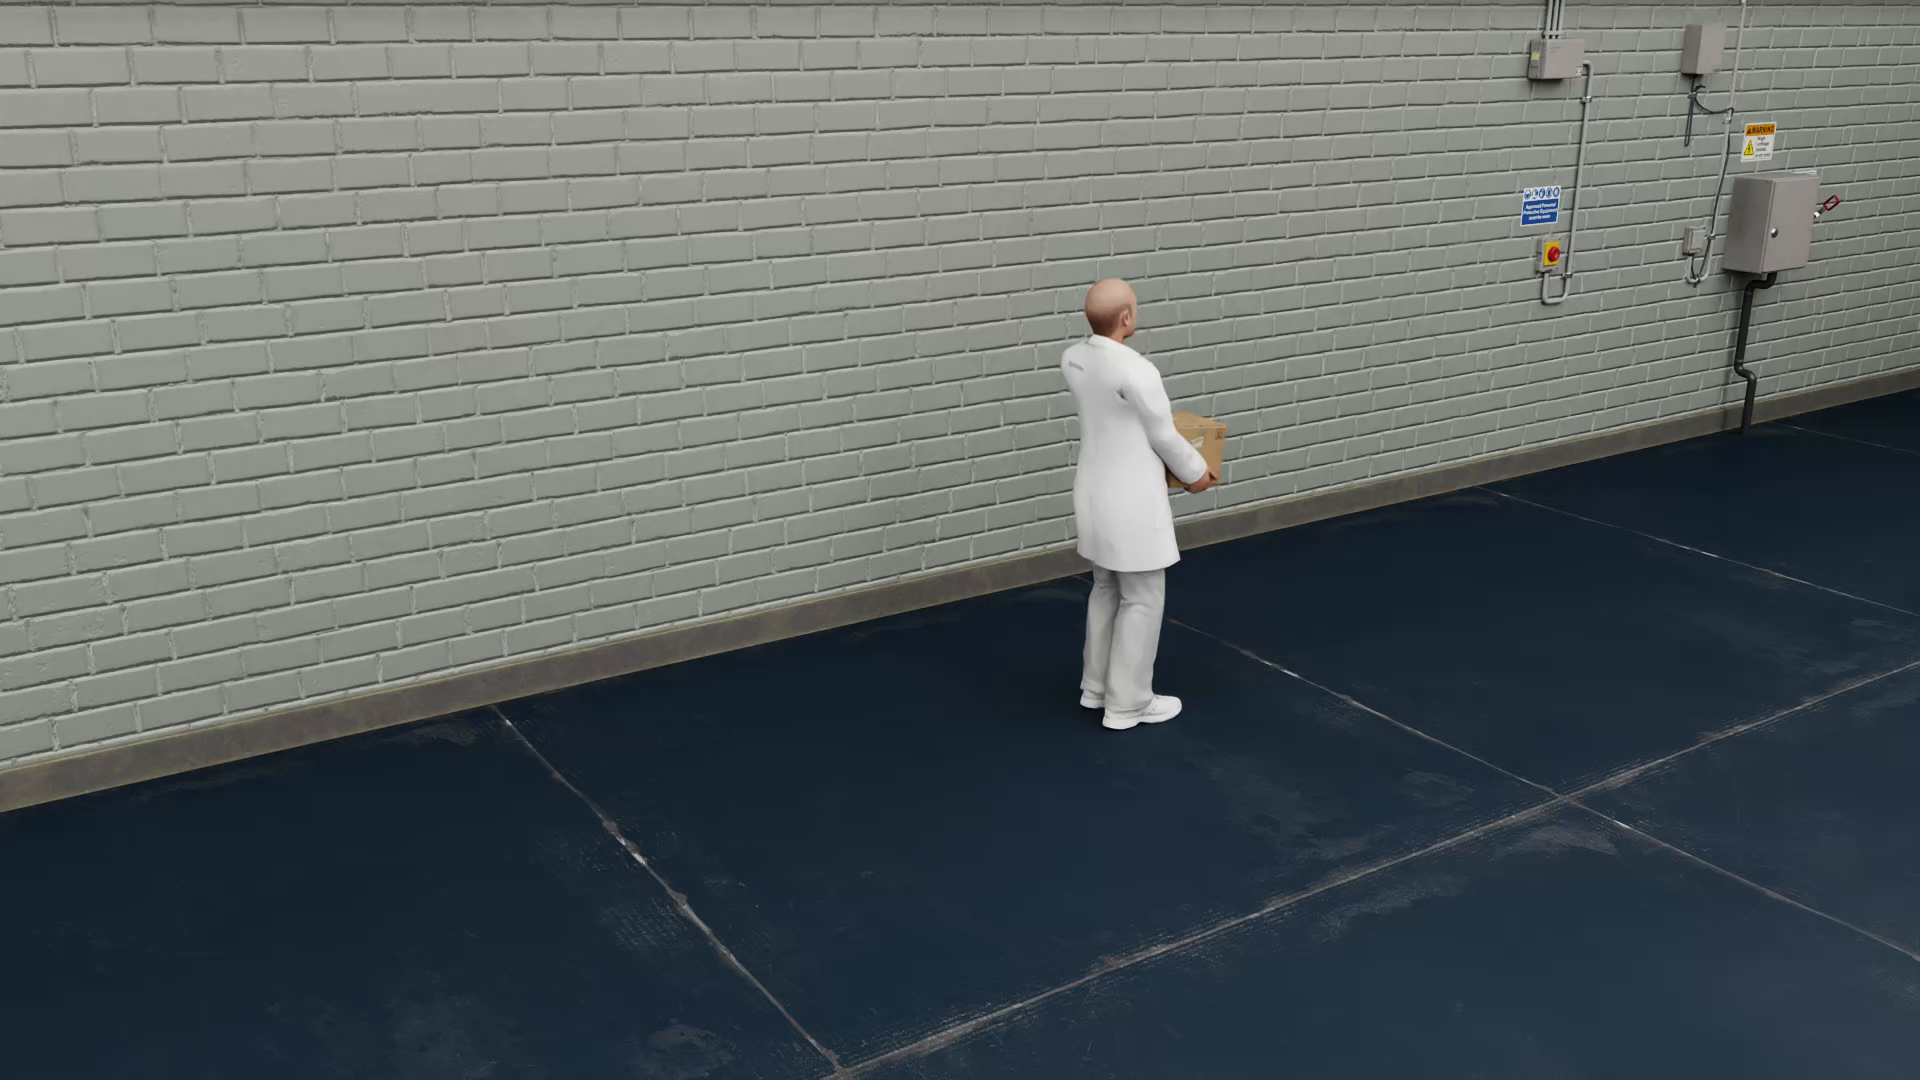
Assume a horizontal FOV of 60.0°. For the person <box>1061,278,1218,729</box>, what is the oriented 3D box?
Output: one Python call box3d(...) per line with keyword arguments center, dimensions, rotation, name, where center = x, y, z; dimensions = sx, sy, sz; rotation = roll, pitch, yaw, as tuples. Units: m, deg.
box3d(center=(0.713, -0.161, 6.588), dimensions=(0.550, 1.774, 0.529), rotation=(-11, 21, -31), name="person")
